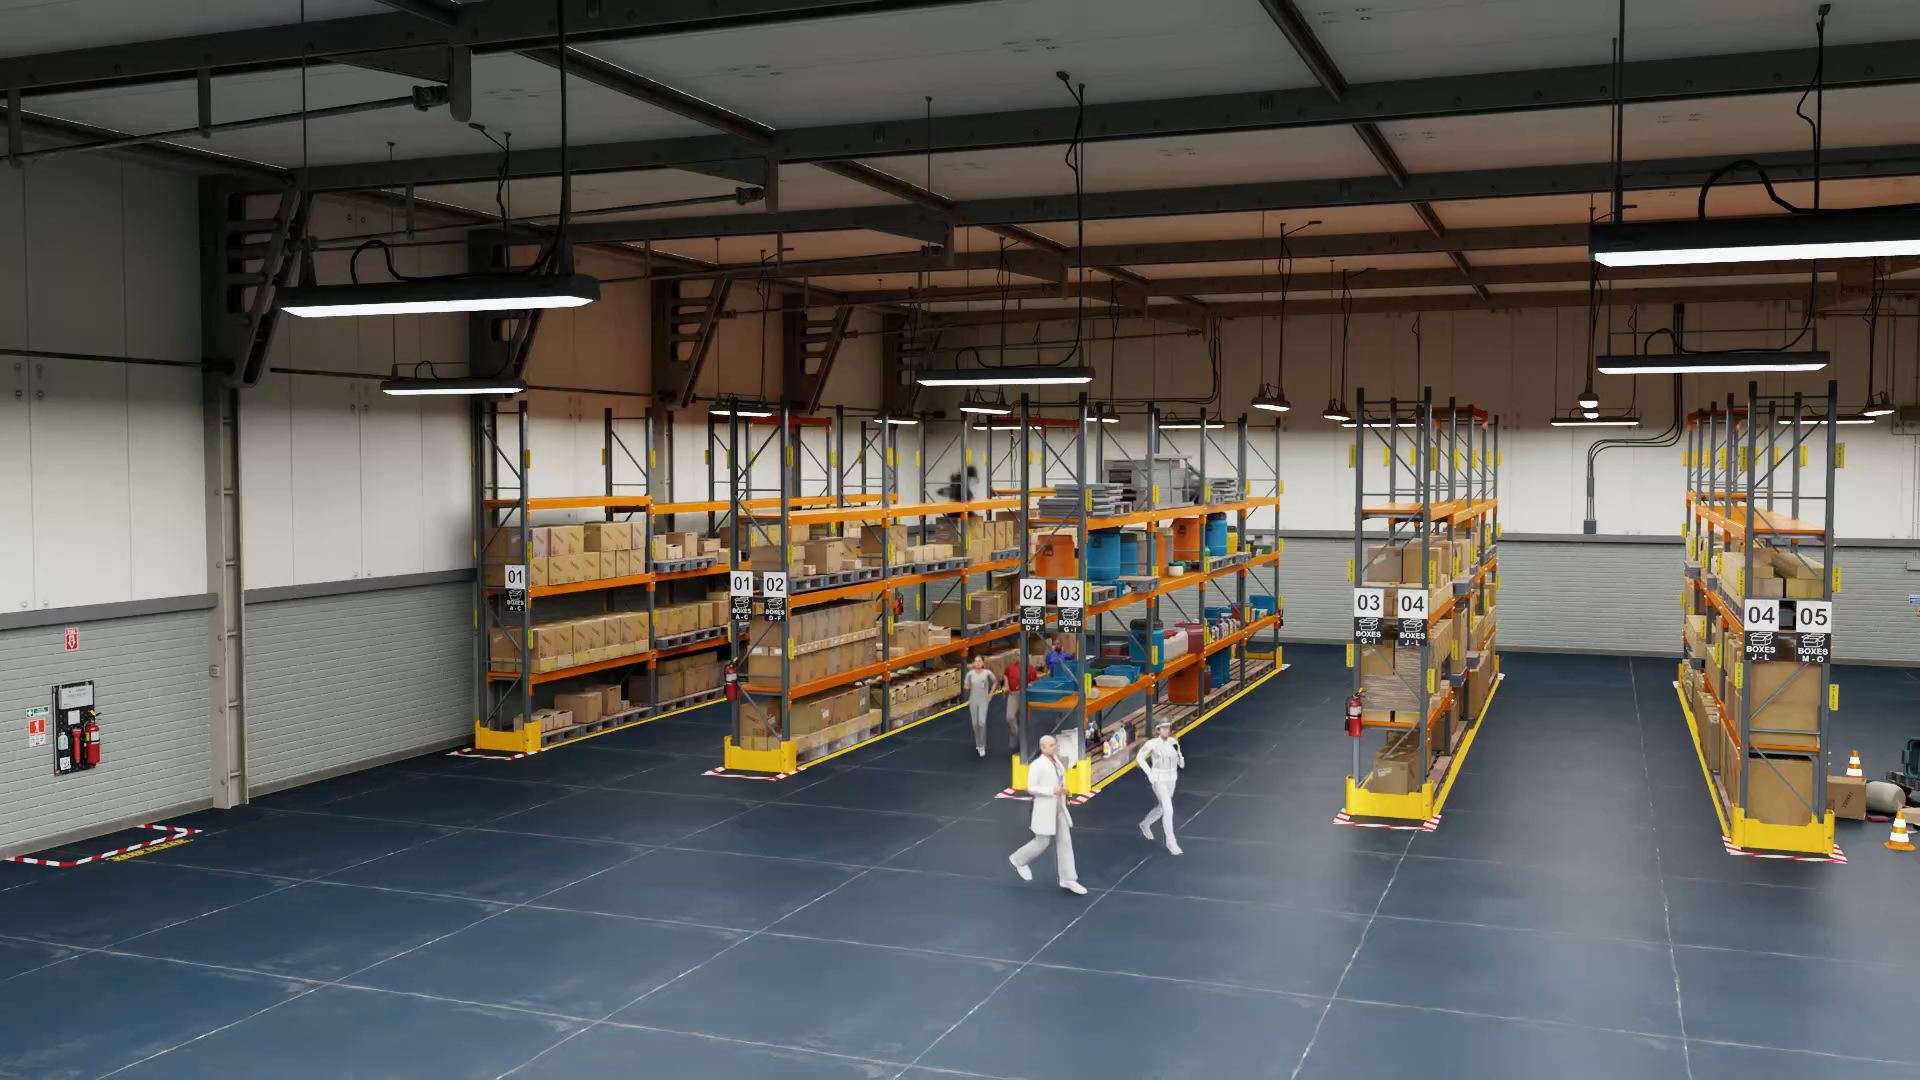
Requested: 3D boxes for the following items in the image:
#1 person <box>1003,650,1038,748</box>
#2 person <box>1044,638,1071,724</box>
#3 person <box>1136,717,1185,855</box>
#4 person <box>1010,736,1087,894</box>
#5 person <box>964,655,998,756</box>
[{"bbox_3d":[1.019,2.752,28.720,0.646,1.719,0.677,1,3,14],"label":"person"},{"bbox_3d":[1.880,2.668,31.711,0.558,1.612,0.591,1,3,12],"label":"person"},{"bbox_3d":[2.605,3.117,21.370,0.587,1.713,0.869,-2,3,-32],"label":"person"},{"bbox_3d":[1.021,3.153,19.280,1.049,1.781,0.710,3,4,42],"label":"person"},{"bbox_3d":[0.331,2.795,28.211,0.544,1.705,0.691,1,3,12],"label":"person"}]
